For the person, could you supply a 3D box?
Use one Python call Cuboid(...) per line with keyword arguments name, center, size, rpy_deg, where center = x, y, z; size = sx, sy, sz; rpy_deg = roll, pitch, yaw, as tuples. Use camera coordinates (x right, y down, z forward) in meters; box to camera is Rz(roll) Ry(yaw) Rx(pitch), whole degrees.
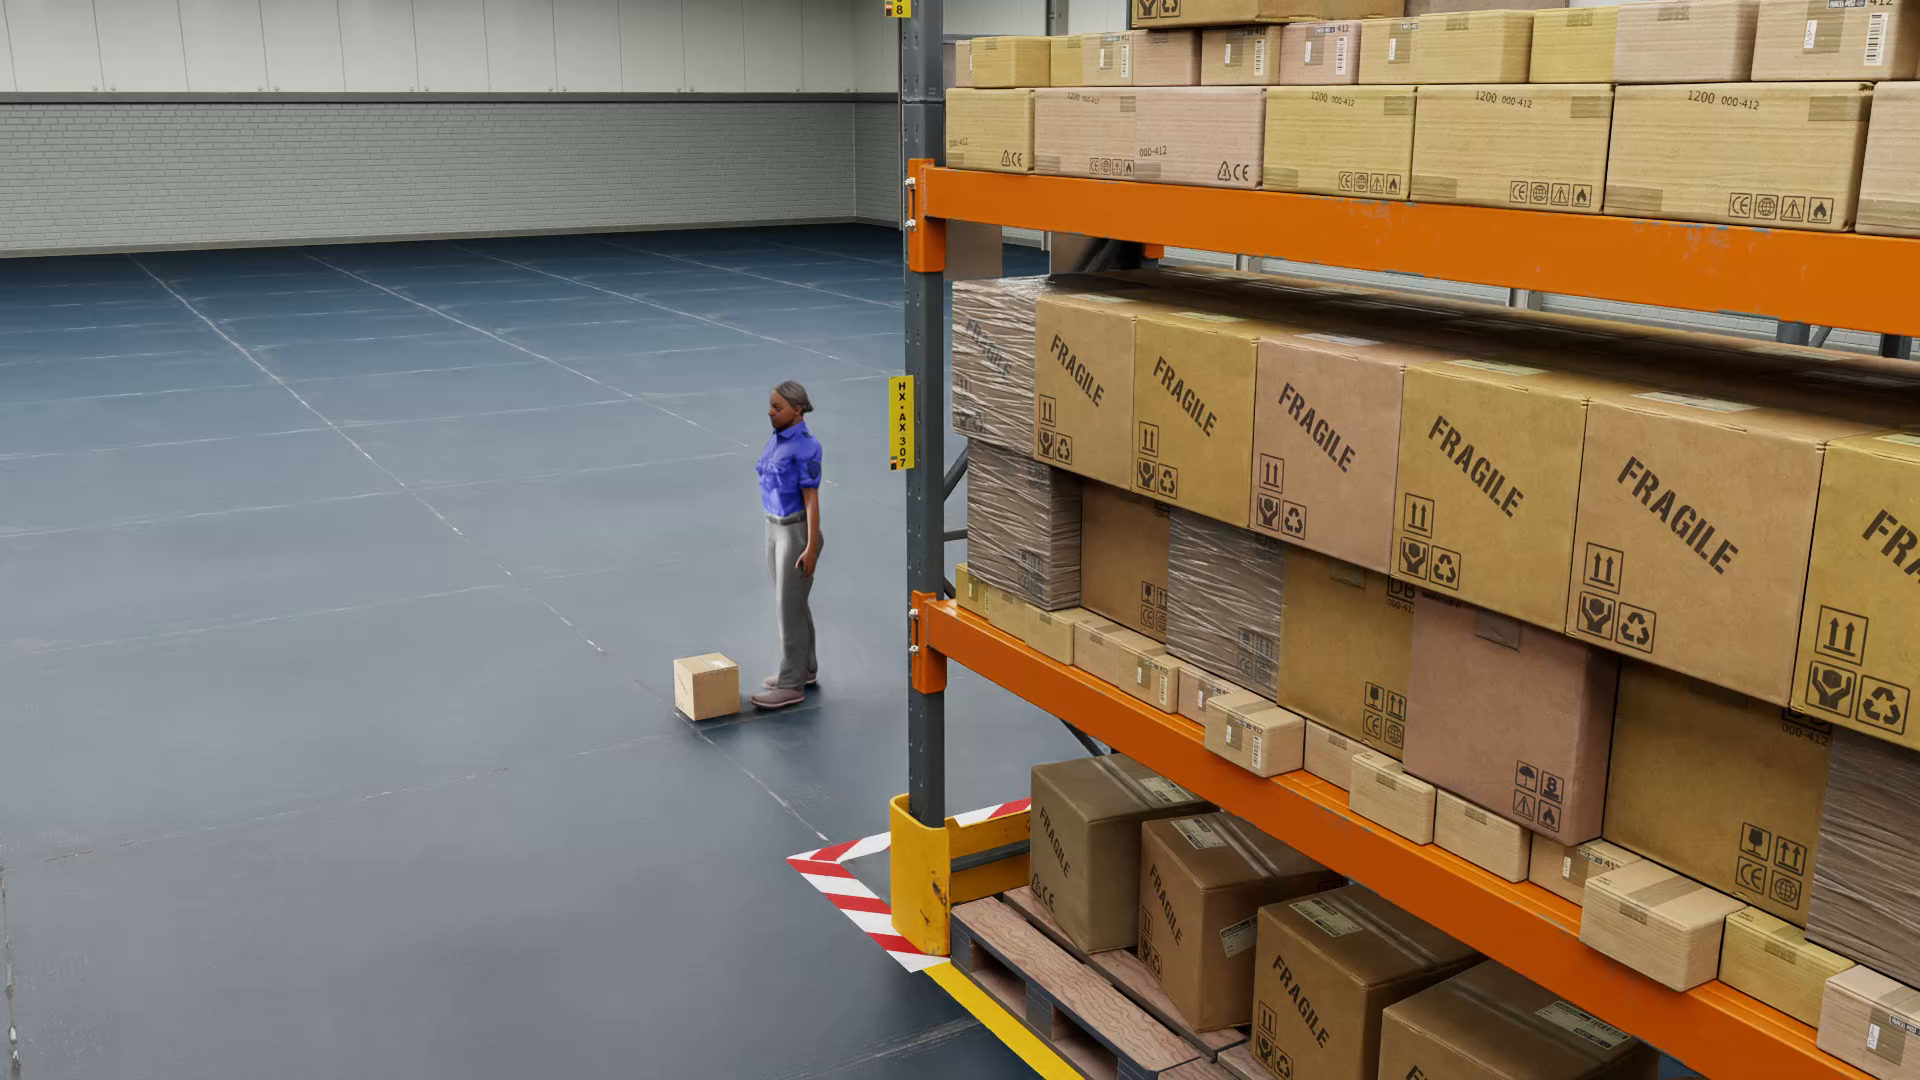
Cuboid(name="person", center=(-0.923, 0.011, 8.476), size=(0.472, 1.658, 0.456), rpy_deg=(-9, 17, -29))
